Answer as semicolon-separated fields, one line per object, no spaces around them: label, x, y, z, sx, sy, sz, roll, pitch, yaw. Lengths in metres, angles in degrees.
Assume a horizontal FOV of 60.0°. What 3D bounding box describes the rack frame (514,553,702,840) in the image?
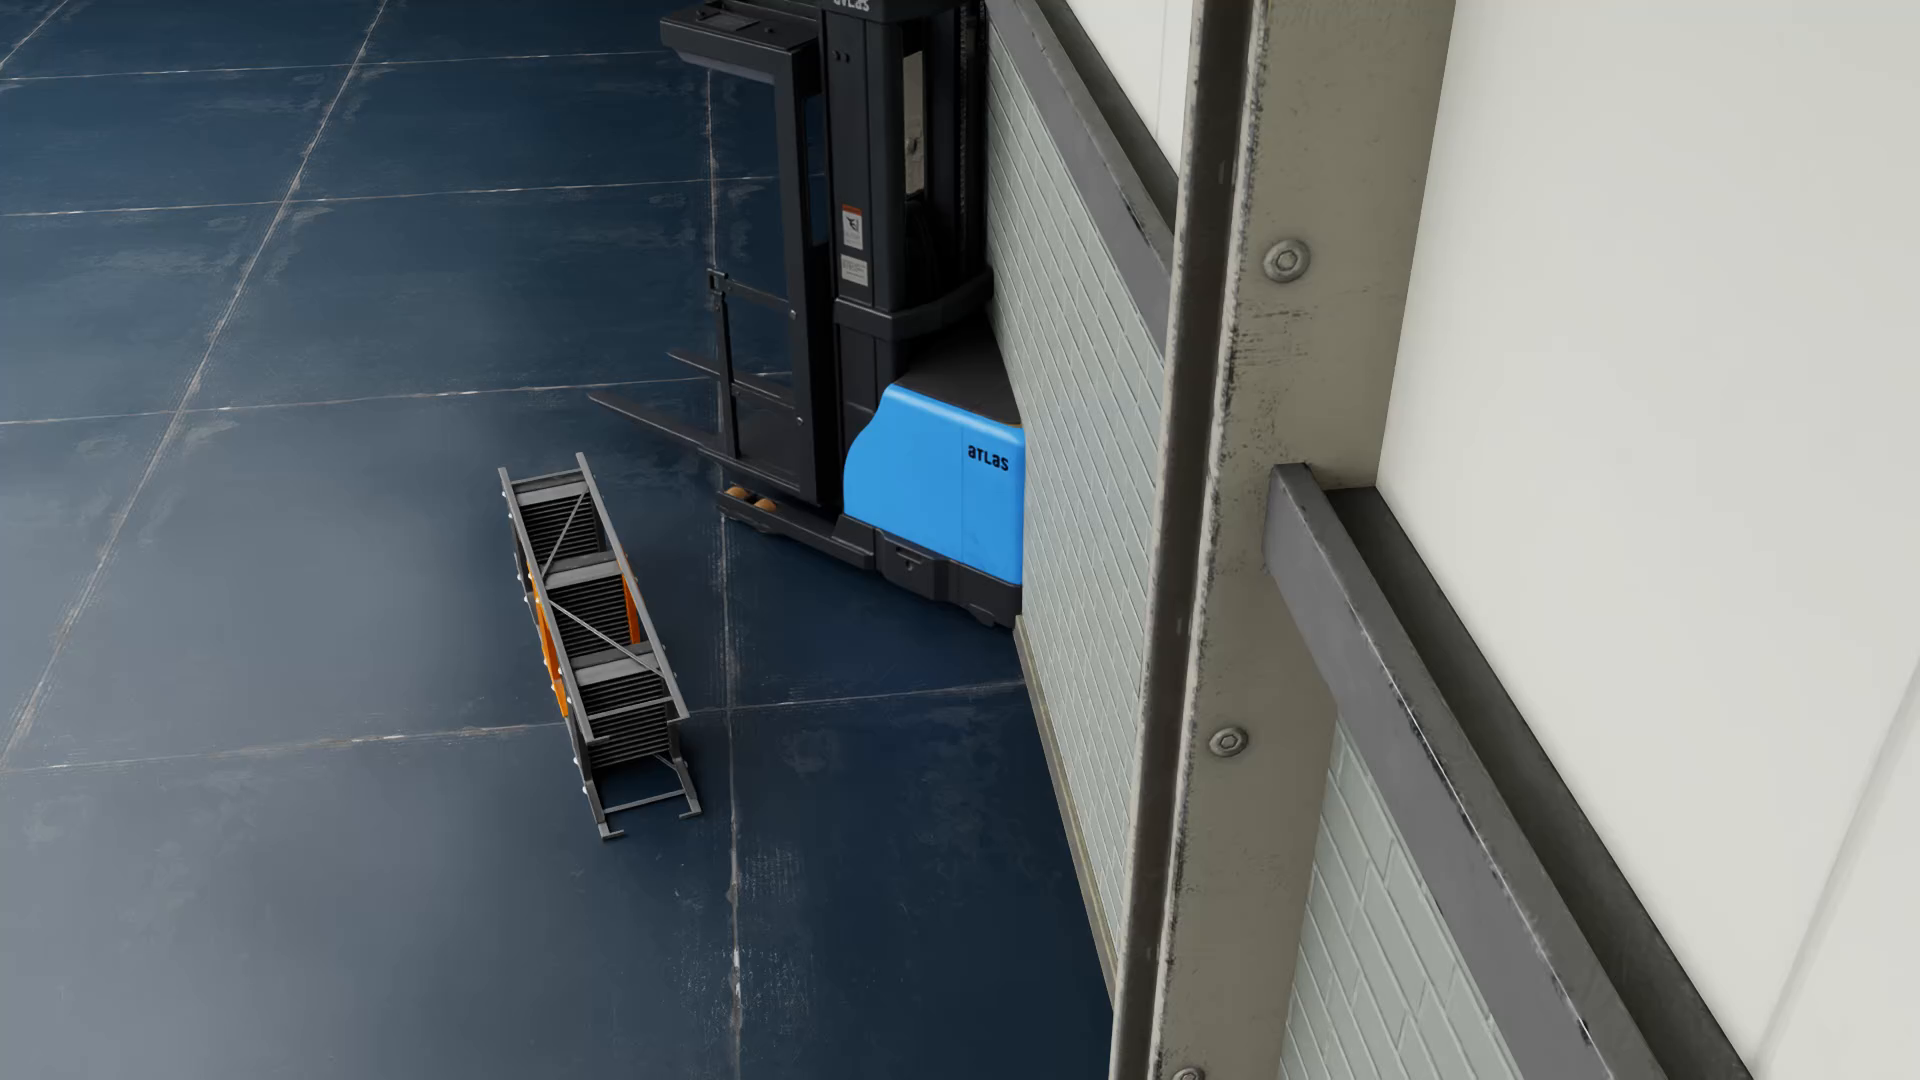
rack frame;-1.604;0.578;7.376;0.400;0.015;2.100;-13;36;-18

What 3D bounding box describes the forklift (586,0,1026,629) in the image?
forklift;-0.611;-1.463;7.795;3.031;2.935;1.130;22;40;29

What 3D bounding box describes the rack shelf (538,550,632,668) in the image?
rack shelf;-1.650;0.312;7.333;0.368;0.457;0.174;-13;36;-18

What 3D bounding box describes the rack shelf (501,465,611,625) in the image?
rack shelf;-1.858;0.018;7.765;0.431;0.480;0.518;-13;36;-18

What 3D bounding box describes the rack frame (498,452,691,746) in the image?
rack frame;-1.604;0.175;7.101;0.400;0.015;2.100;-13;36;-18

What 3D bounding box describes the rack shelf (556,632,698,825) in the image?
rack shelf;-1.340;0.750;6.691;0.431;0.480;0.518;-13;36;-18

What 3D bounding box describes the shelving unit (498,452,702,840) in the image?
shelving unit;-1.604;0.377;7.238;0.431;0.503;2.100;-13;36;-18

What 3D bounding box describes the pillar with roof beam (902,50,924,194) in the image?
pillar with roof beam;-4.494;-4.428;6.757;9.100;9.000;0.400;-4;35;-6
